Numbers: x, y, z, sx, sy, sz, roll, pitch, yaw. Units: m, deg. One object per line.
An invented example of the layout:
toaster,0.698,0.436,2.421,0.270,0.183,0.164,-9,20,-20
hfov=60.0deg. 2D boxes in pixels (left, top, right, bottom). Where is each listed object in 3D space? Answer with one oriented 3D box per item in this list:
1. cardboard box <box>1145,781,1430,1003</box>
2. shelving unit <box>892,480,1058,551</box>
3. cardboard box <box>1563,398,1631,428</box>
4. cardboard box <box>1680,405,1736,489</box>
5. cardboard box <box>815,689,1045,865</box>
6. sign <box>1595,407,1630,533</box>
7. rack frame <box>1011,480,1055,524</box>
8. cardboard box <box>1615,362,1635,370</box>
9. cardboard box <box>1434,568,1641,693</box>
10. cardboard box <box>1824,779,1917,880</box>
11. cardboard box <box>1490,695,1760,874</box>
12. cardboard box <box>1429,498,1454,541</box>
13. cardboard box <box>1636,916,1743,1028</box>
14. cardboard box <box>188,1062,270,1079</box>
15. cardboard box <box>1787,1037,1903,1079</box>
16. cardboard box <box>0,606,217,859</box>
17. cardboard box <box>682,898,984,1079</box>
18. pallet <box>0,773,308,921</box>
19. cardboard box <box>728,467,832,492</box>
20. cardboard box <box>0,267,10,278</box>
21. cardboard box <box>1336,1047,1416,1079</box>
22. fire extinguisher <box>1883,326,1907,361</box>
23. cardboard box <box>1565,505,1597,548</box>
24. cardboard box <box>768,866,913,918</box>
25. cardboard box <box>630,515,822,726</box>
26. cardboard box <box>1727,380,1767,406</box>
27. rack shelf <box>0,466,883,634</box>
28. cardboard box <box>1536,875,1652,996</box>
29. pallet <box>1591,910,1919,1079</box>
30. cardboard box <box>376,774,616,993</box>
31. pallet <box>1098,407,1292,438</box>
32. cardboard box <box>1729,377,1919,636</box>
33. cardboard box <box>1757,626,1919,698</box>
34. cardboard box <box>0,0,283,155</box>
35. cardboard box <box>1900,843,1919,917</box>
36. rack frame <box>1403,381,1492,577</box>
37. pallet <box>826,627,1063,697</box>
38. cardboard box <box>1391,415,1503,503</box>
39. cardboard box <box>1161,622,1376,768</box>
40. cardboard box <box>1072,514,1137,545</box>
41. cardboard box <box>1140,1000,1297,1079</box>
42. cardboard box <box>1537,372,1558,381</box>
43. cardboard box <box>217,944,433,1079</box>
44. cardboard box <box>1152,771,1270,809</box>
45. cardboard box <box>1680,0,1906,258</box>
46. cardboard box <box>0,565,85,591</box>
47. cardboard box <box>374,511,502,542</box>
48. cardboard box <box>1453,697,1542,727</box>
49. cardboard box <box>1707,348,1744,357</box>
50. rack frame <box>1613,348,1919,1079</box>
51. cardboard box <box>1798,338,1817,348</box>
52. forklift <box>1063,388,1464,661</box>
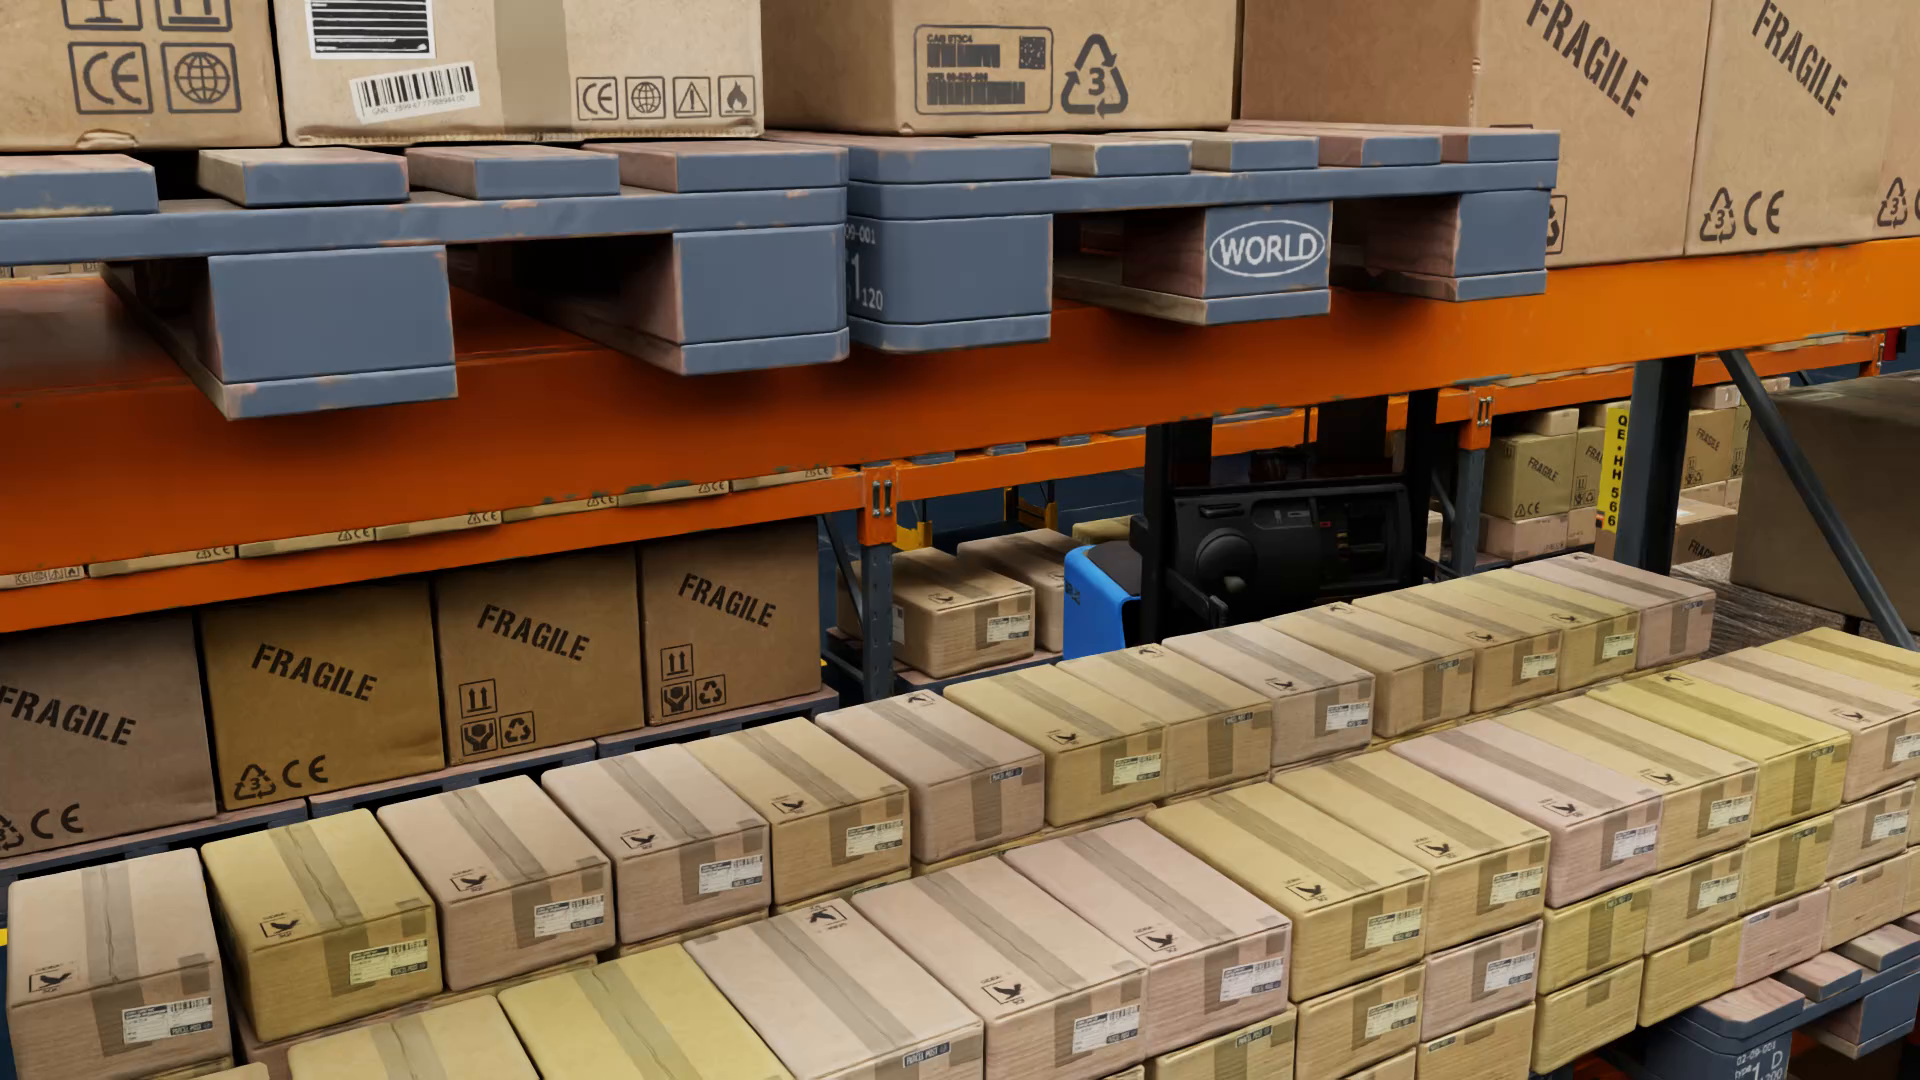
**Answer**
cardboard box,0.492,0.528,2.554,0.250,0.149,0.380,-9,18,-28
shelving unit,0.065,-0.733,11.245,1.083,1.500,0.587,-9,18,-30
cardboard box,4.024,-0.827,10.529,0.250,0.149,0.380,-8,18,-28
cardboard box,4.796,-0.663,11.143,0.500,0.500,0.500,-10,18,-31
cardboard box,-0.059,0.413,2.965,0.250,0.149,0.380,-10,19,-32
sign,1.720,-0.179,4.346,0.005,0.325,0.100,-9,18,-30
rack frame,0.509,-0.805,11.502,0.032,1.500,0.500,-9,18,-30
cardboard box,4.081,-1.191,10.568,0.250,0.149,0.380,-9,18,-30
cardboard box,1.284,0.196,3.738,0.250,0.149,0.380,-10,18,-31
cardboard box,1.592,0.493,3.229,0.250,0.149,0.380,-8,18,-28
cardboard box,1.157,0.422,2.934,0.250,0.149,0.380,-9,18,-28
cardboard box,3.170,-0.204,10.895,0.500,0.250,0.500,-8,18,-27
cardboard box,1.173,0.704,3.029,0.250,0.149,0.380,-9,18,-30
cardboard box,-0.846,0.746,1.775,0.250,0.149,0.380,-8,18,-27
cardboard box,2.577,1.324,4.521,0.750,0.750,1.050,-9,18,-30
cardboard box,-3.566,0.647,6.702,0.875,0.875,0.875,-9,18,-28
cardboard box,-0.173,0.637,2.165,0.250,0.149,0.380,-9,18,-30
pallet,-3.433,1.149,6.919,1.213,0.211,1.003,-9,18,-30
cardboard box,-0.927,-0.422,7.637,0.500,0.250,0.500,-10,18,-32
cardboard box,-6.086,-1.483,10.178,0.500,0.500,0.700,-9,18,-28
cardboard box,0.489,0.816,2.630,0.250,0.149,0.380,-10,19,-32
fire extinguisher,6.566,-1.609,11.736,0.183,0.674,0.296,-9,18,-30
cardboard box,3.898,-0.156,10.723,0.500,0.250,0.500,-8,18,-27
cardboard box,-0.286,0.591,2.879,0.250,0.149,0.380,-10,19,-33
cardboard box,-1.262,0.273,8.038,0.875,0.875,0.875,-9,18,-30
cardboard box,5.181,-1.016,11.202,0.250,0.149,0.380,-9,18,-29
rack shelf,-2.342,0.000,7.187,4.000,0.370,1.077,-9,18,-30
cardboard box,0.938,0.599,2.851,0.250,0.149,0.380,-9,18,-30
pallet,1.453,0.722,3.631,1.003,0.211,1.213,-9,18,-30
cardboard box,-0.724,0.521,2.580,0.250,0.149,0.380,-10,18,-31
pallet,1.048,-0.817,9.123,1.213,0.211,1.003,-9,18,-30
cardboard box,2.399,-0.083,4.112,0.500,0.500,0.700,-9,18,-30
cardboard box,1.825,0.313,3.322,0.250,0.149,0.380,-10,19,-32
cardboard box,-1.039,-0.660,1.685,0.500,0.500,0.700,-9,18,-30
cardboard box,1.822,0.600,3.399,0.250,0.149,0.380,-9,18,-29
rack frame,2.801,-1.181,10.065,0.127,3.000,1.000,-9,18,-30
pallet,0.043,0.609,8.844,1.213,0.211,1.003,-9,18,-30
cardboard box,3.170,-0.565,10.793,0.500,0.500,0.500,-9,18,-30
cardboard box,0.613,0.304,3.354,0.250,0.149,0.380,-8,18,-27
cardboard box,1.144,0.153,9.396,0.625,0.372,0.950,-9,18,-28
cardboard box,0.277,0.706,2.470,0.250,0.149,0.380,-10,18,-31
cardboard box,3.427,-1.077,10.159,0.250,0.149,0.380,-9,18,-28
cardboard box,-0.955,0.700,2.492,0.250,0.149,0.380,-9,18,-29
cardboard box,0.388,0.482,3.270,0.250,0.149,0.380,-9,18,-30
cardboard box,1.228,-0.775,2.876,0.500,0.500,0.500,-9,18,-30
cardboard box,-3.543,0.003,6.119,0.500,0.250,0.500,-10,18,-31
cardboard box,-2.219,-0.204,6.858,0.500,0.250,0.500,-10,18,-31
cardboard box,1.032,0.379,3.638,0.250,0.149,0.380,-10,18,-31
cardboard box,4.960,-1.321,11.029,0.250,0.149,0.380,-9,18,-30
rack frame,2.009,0.506,4.046,0.127,3.000,1.000,-9,18,-30
cardboard box,5.629,-1.423,11.394,0.250,0.149,0.380,-10,18,-31
forklift,1.292,0.005,5.963,1.130,2.935,3.031,-4,16,-13
